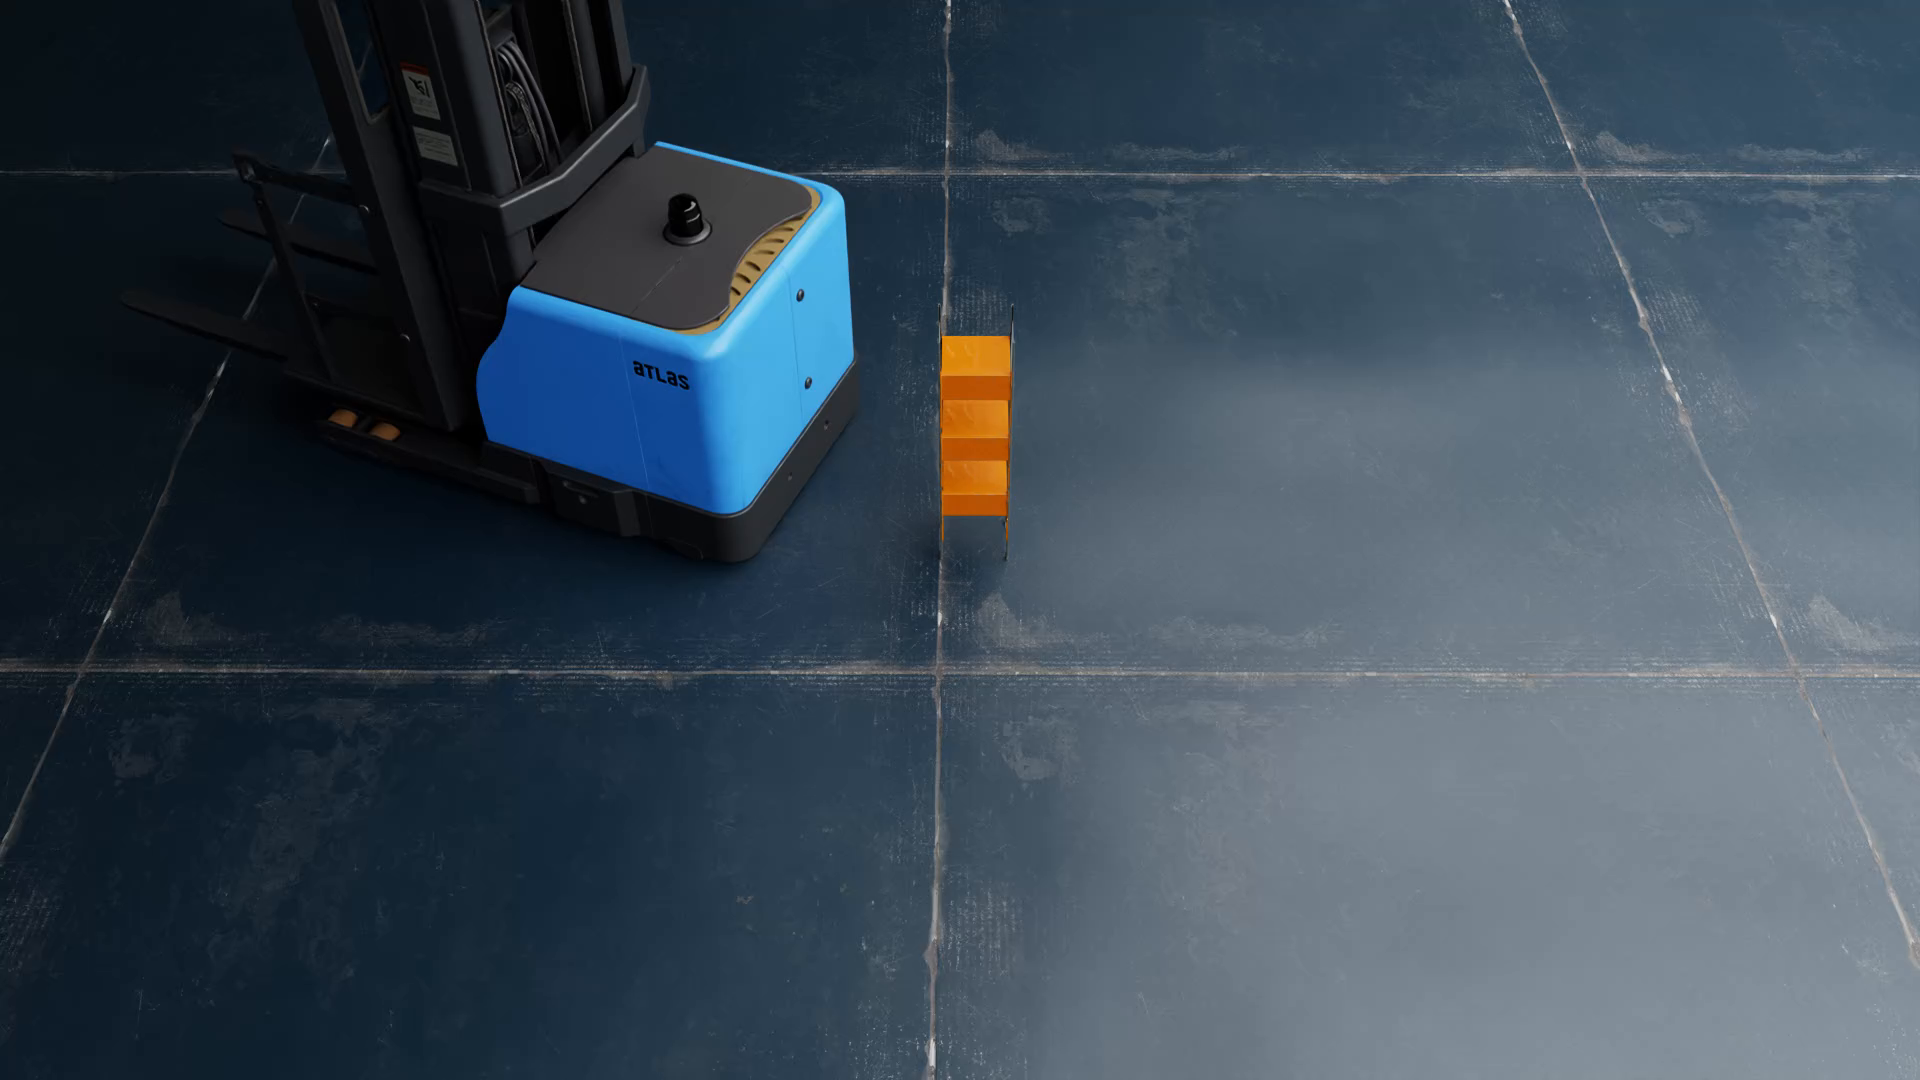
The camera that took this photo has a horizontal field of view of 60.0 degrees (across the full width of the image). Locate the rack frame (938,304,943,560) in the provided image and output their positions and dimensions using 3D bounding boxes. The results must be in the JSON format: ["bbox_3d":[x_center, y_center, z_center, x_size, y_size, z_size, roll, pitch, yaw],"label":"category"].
[{"bbox_3d":[-0.069,-0.358,5.866,0.008,1.050,0.200,0,47,0],"label":"rack frame"}]

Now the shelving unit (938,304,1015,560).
[{"bbox_3d":[0.053,-0.358,5.866,0.252,1.050,0.215,0,47,0],"label":"shelving unit"}]

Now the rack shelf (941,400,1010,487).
[{"bbox_3d":[0.053,-0.350,5.873,0.240,0.259,0.215,0,47,0],"label":"rack shelf"}]

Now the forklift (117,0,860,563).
[{"bbox_3d":[-1.965,-1.632,5.767,3.031,2.935,1.130,17,49,16],"label":"forklift"}]

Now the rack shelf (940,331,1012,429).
[{"bbox_3d":[0.053,-0.544,5.666,0.240,0.259,0.215,0,47,0],"label":"rack shelf"}]

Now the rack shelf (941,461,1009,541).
[{"bbox_3d":[0.054,-0.161,6.077,0.240,0.259,0.215,0,47,0],"label":"rack shelf"}]

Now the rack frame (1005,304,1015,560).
[{"bbox_3d":[0.175,-0.357,5.865,0.008,1.050,0.200,0,47,0],"label":"rack frame"}]
